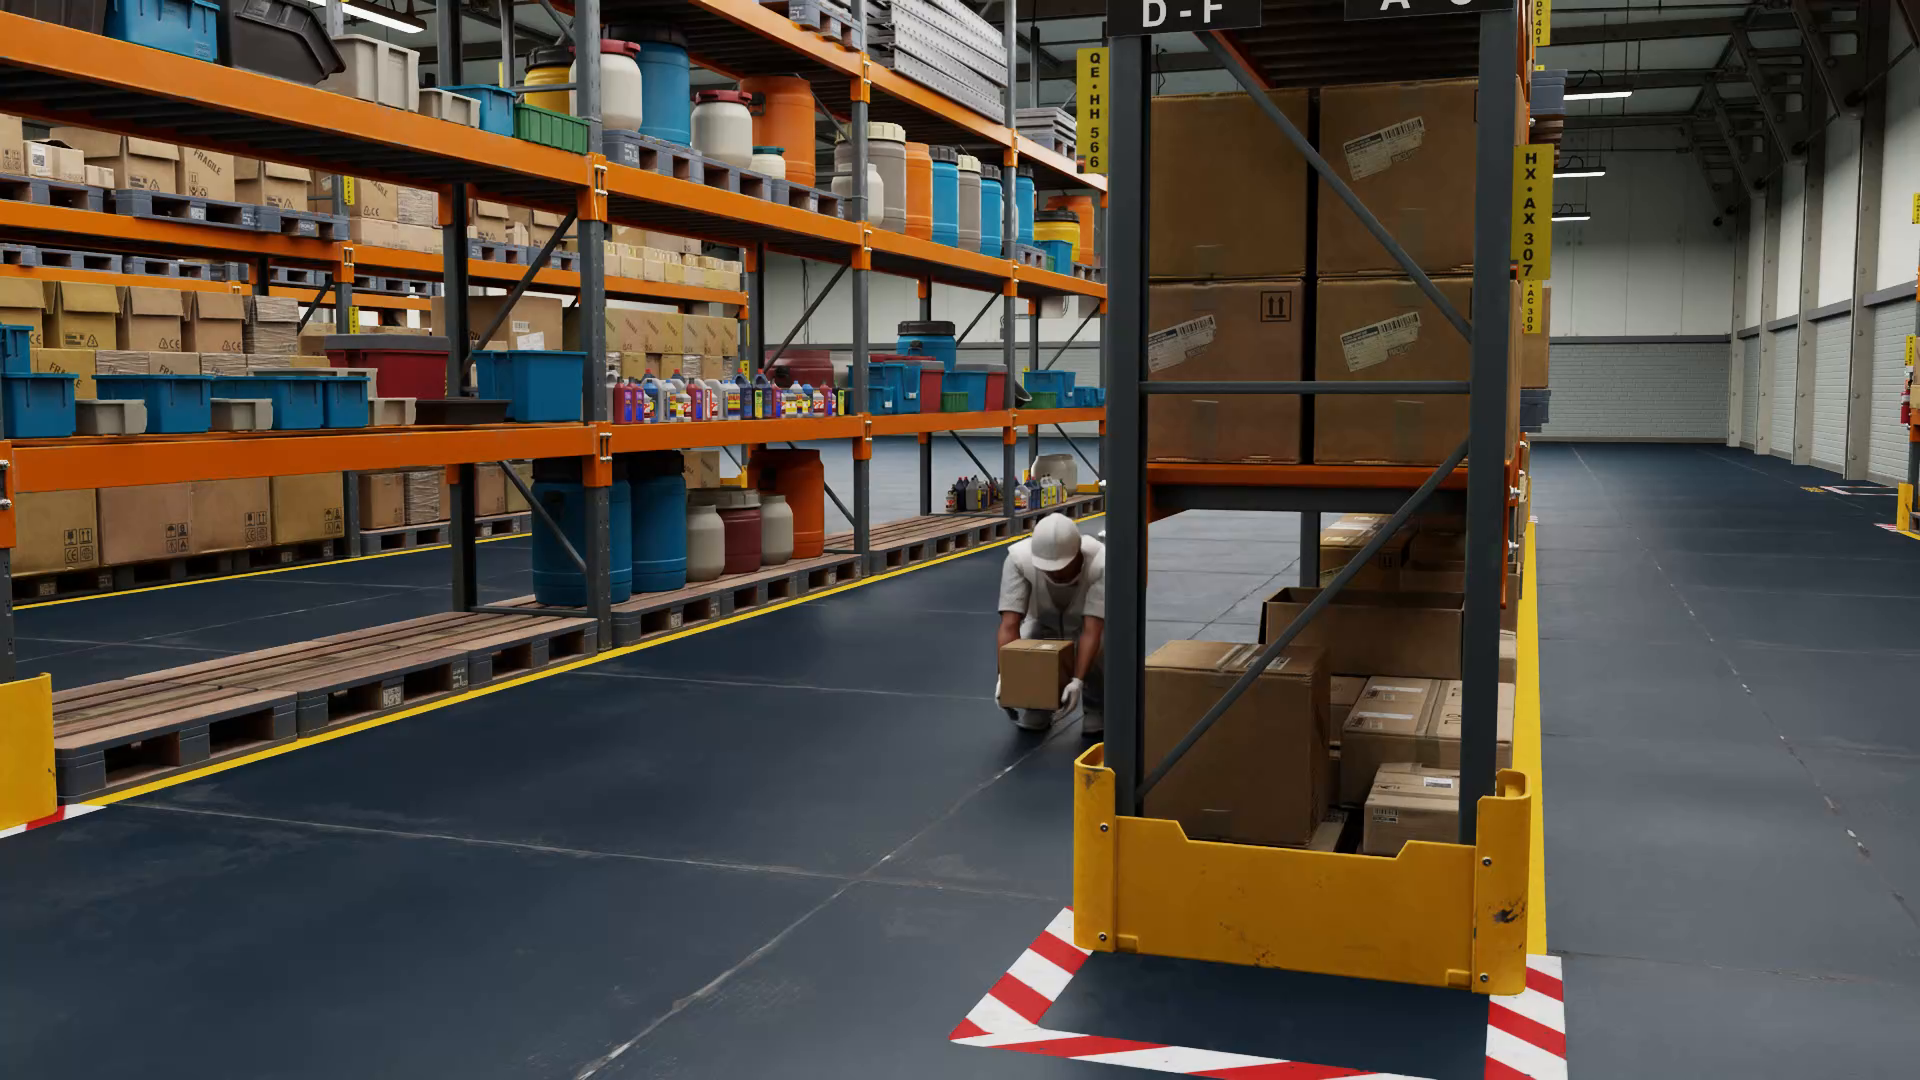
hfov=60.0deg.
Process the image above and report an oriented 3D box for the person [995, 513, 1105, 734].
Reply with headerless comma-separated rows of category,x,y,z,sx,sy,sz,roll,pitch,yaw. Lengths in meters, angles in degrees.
person,0.451,0.362,7.232,0.565,1.001,0.921,2,5,18
